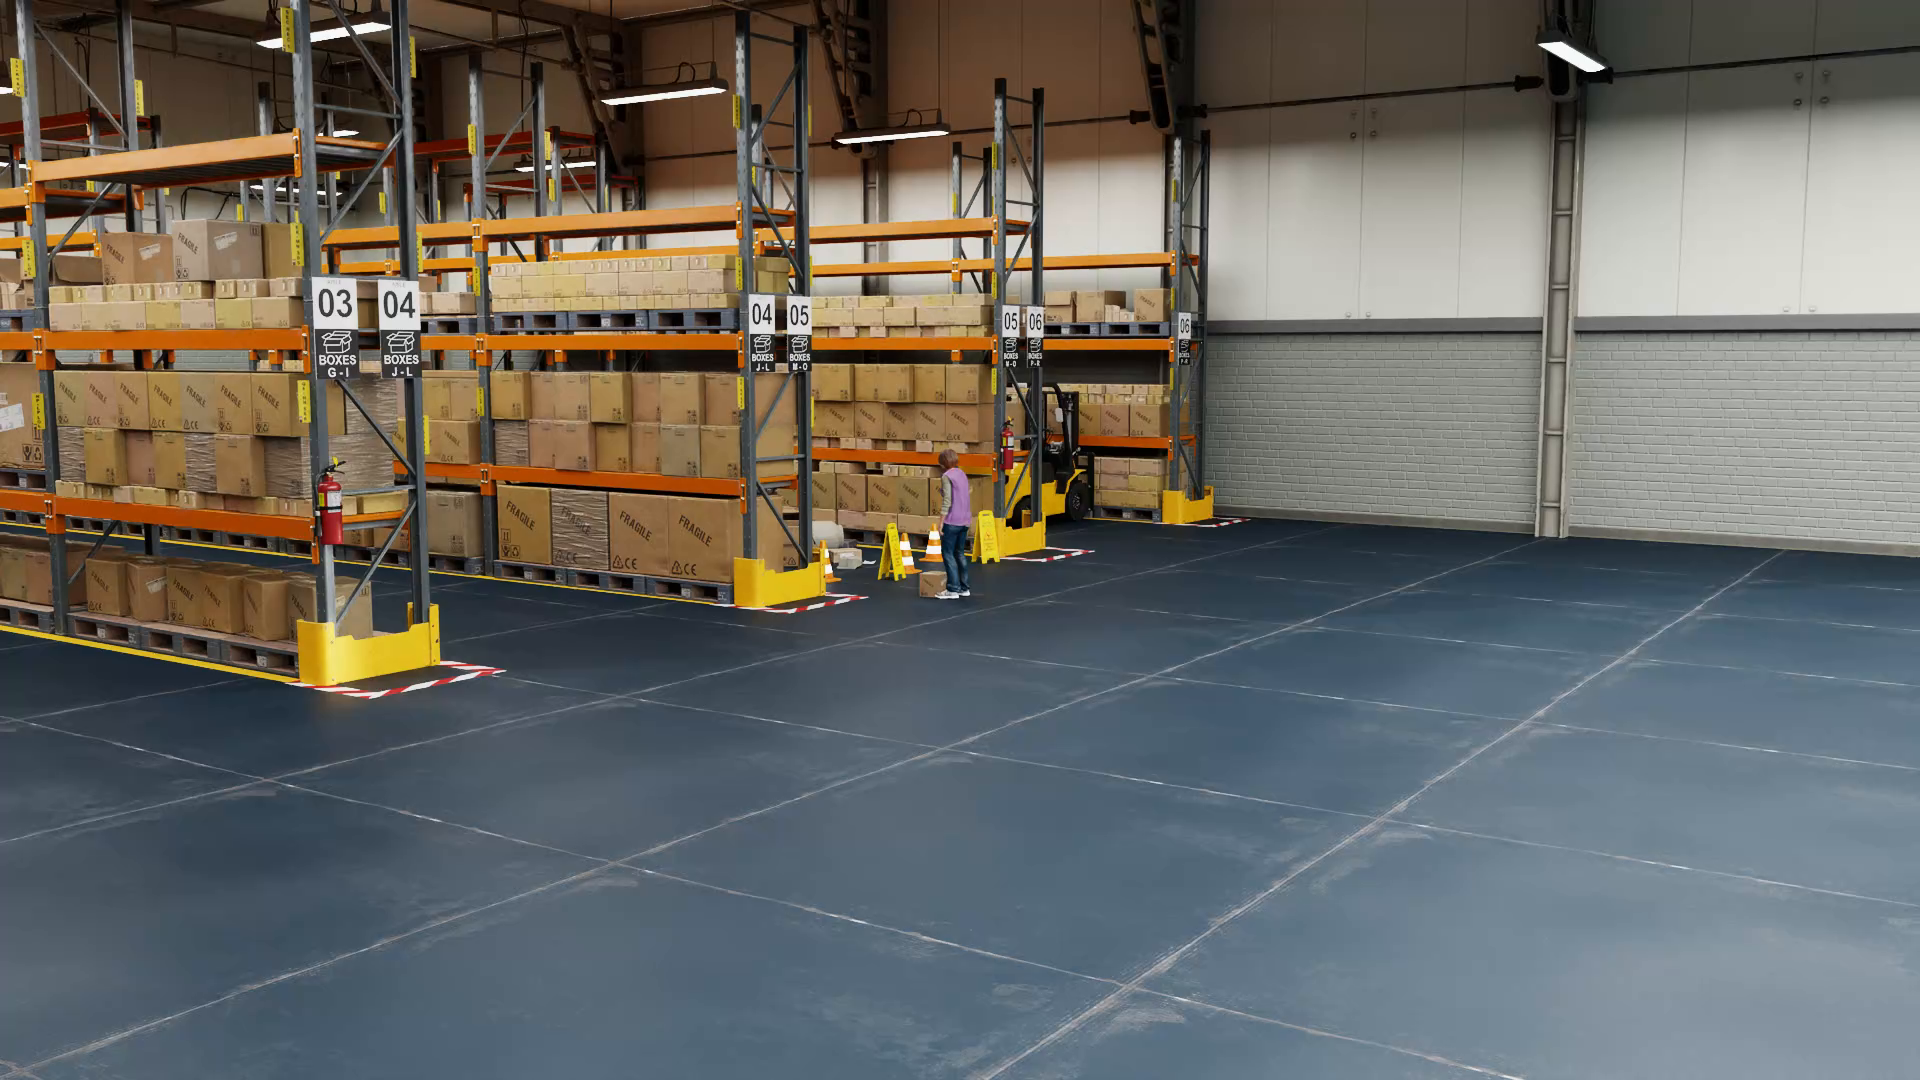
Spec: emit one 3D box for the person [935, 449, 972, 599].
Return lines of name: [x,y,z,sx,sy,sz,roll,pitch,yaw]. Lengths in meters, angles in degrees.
person: [-0.063,-0.175,17.723,0.344,1.594,0.462,4,8,34]
